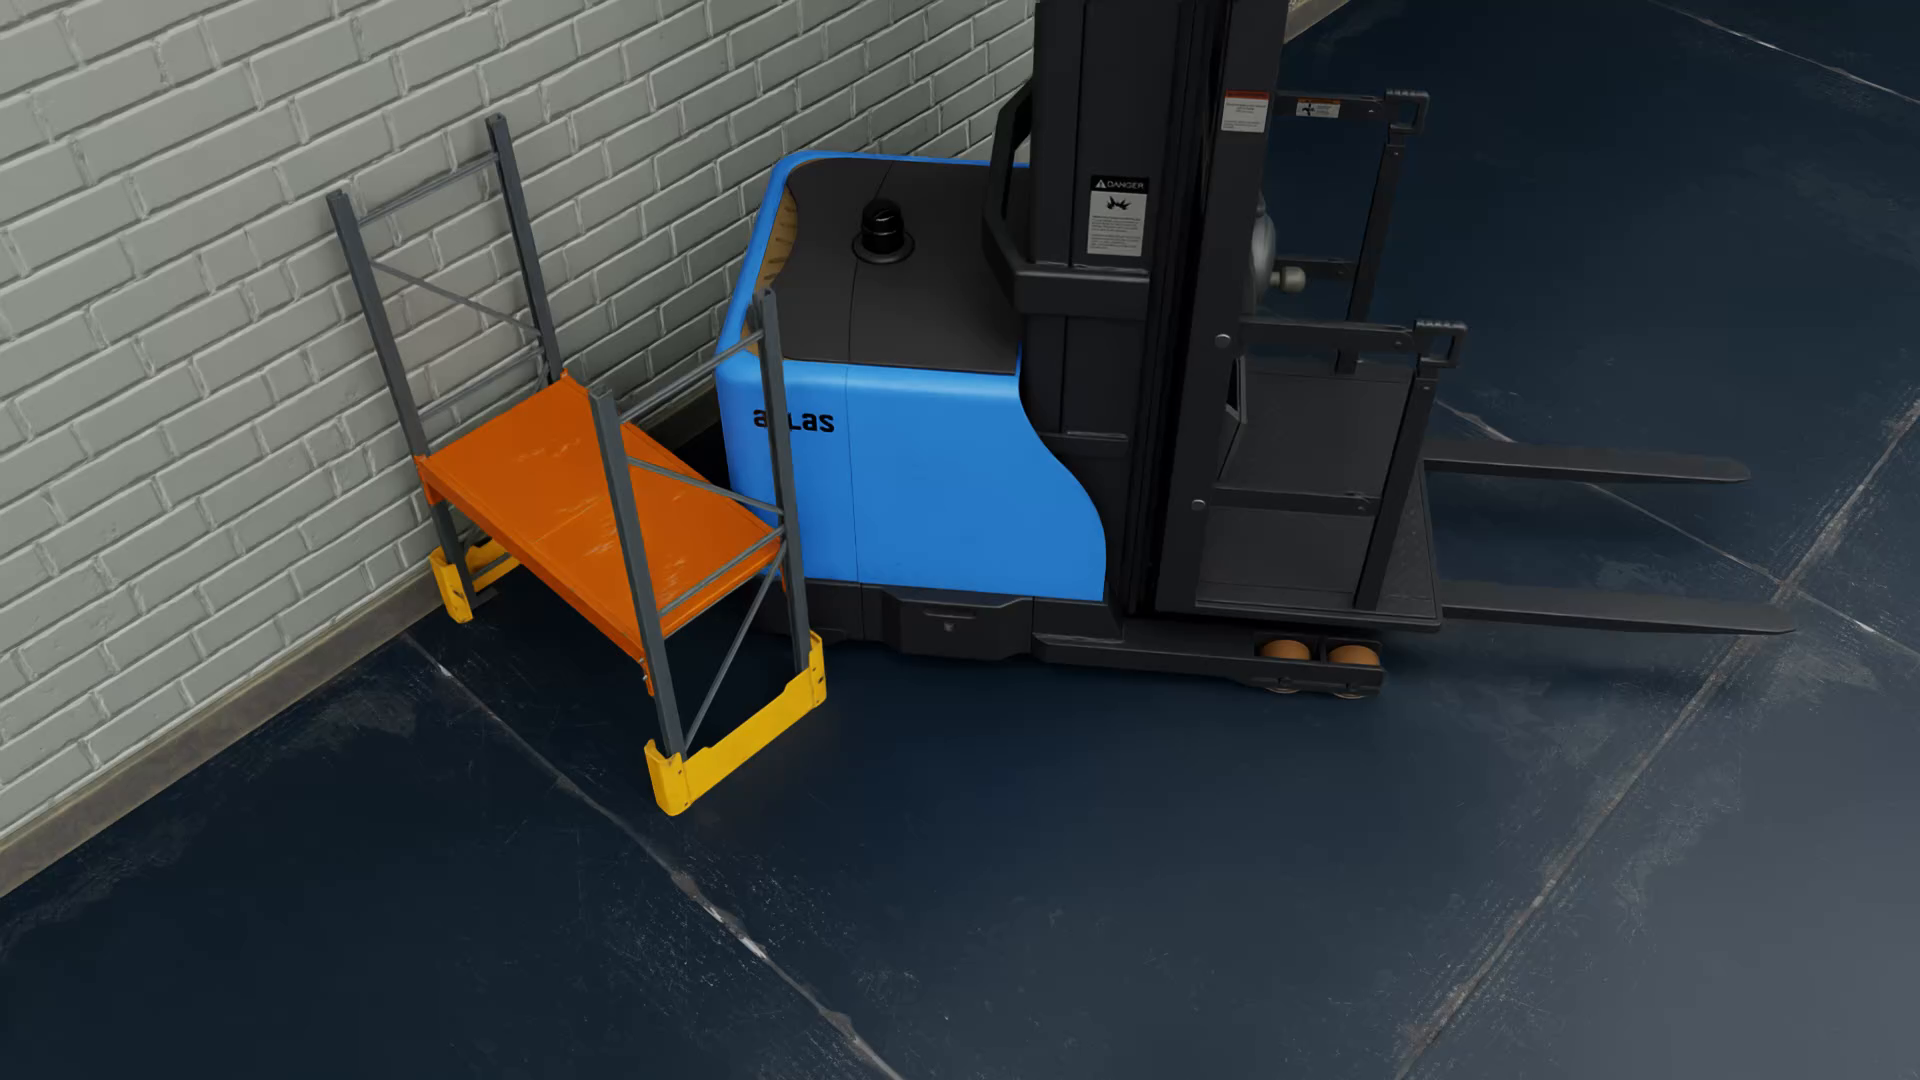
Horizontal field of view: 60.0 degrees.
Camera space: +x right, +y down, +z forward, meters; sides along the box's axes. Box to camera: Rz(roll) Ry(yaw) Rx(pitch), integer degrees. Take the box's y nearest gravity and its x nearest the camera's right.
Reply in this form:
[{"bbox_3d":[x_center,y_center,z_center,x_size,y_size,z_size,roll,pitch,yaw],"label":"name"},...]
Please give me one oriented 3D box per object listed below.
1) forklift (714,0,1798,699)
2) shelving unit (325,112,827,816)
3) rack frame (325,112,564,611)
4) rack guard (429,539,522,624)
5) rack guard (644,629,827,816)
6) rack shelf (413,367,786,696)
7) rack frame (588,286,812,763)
[{"bbox_3d":[0.903,-0.954,4.135,3.031,2.935,1.130,4,47,4],"label":"forklift"},{"bbox_3d":[-0.970,-0.179,4.389,1.083,1.500,0.587,35,56,28],"label":"shelving unit"},{"bbox_3d":[-1.330,-0.431,4.626,0.032,1.500,0.500,35,56,28],"label":"rack frame"},{"bbox_3d":[-1.329,-0.002,5.081,0.087,0.250,0.587,35,56,28],"label":"rack guard"},{"bbox_3d":[-0.610,0.500,4.609,0.087,0.250,0.587,35,56,28],"label":"rack guard"},{"bbox_3d":[-0.963,-0.051,4.516,1.000,0.185,0.538,35,56,28],"label":"rack shelf"},{"bbox_3d":[-0.596,0.082,4.144,0.032,1.500,0.500,35,56,28],"label":"rack frame"}]
